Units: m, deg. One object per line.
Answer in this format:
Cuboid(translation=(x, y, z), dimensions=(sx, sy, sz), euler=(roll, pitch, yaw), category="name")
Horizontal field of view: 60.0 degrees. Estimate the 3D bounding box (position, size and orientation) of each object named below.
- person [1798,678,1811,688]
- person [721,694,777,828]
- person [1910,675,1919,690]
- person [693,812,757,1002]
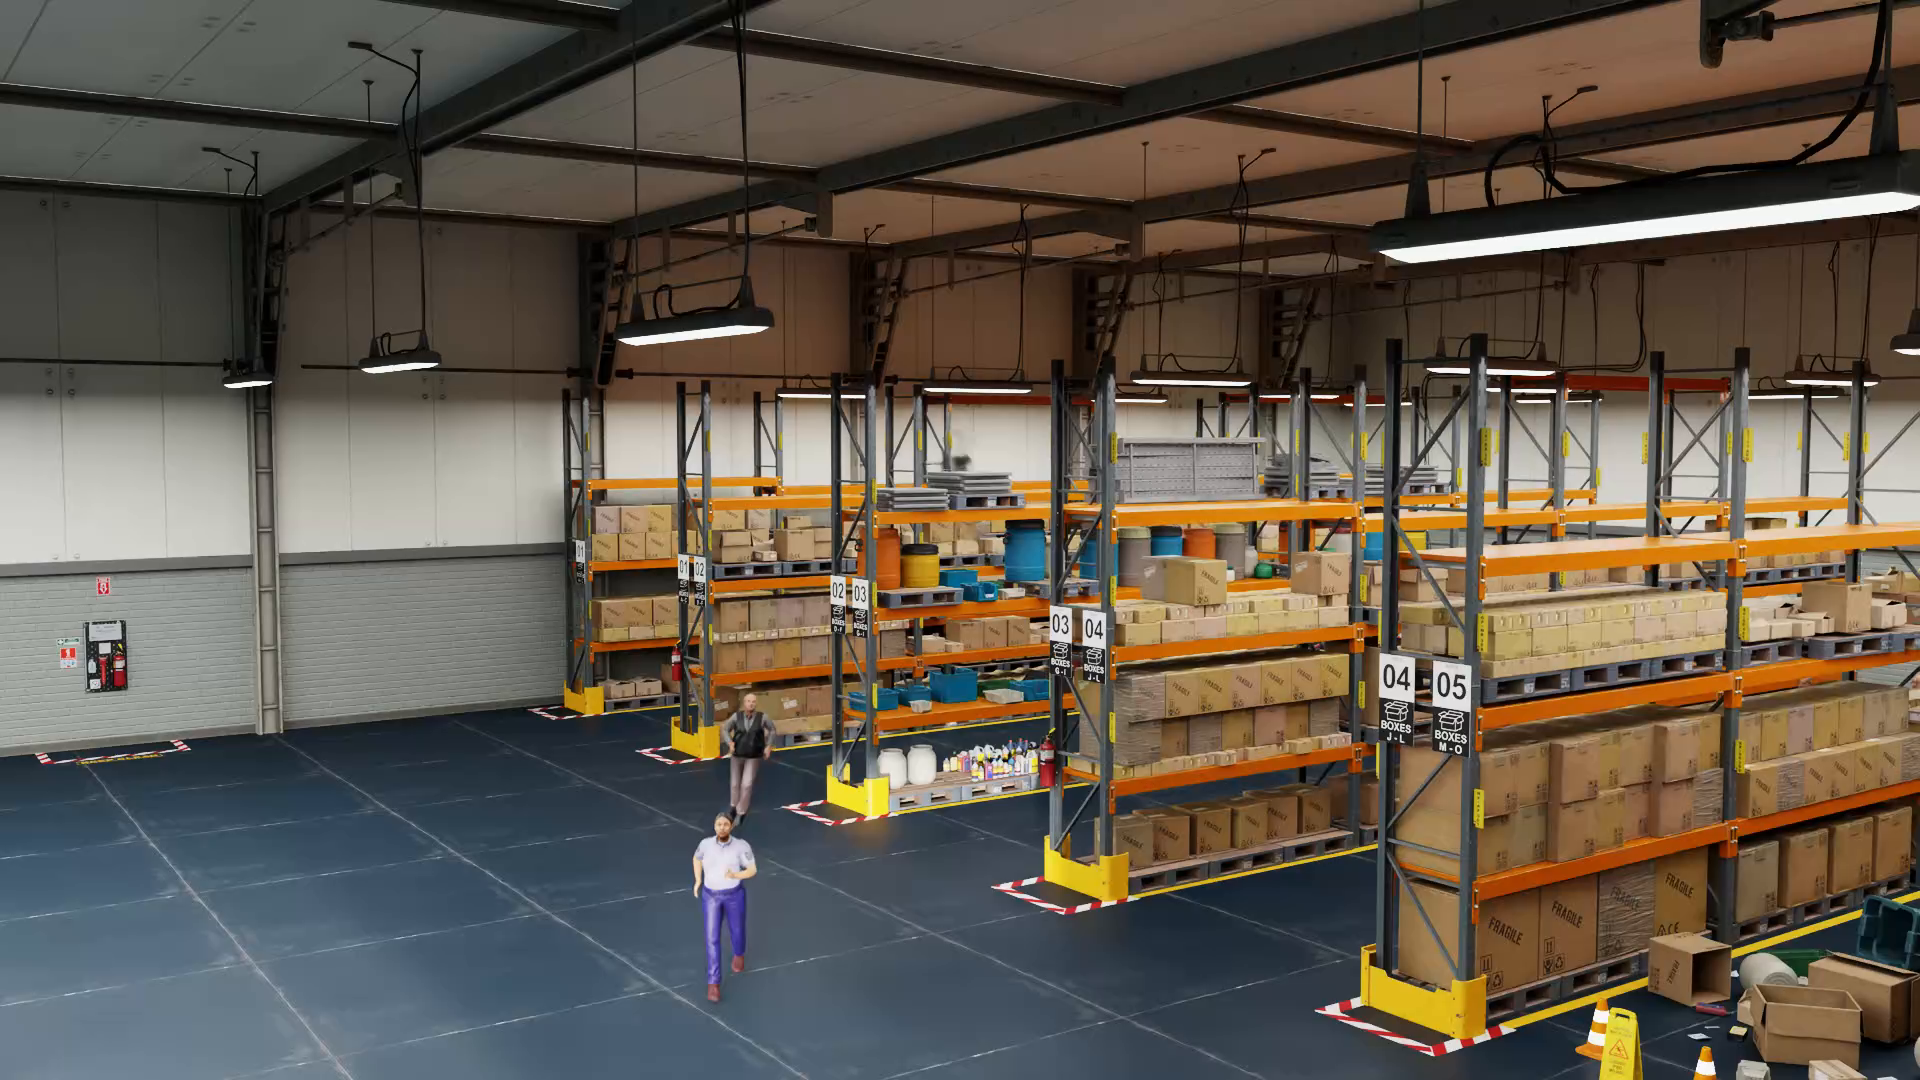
Cuboid(translation=(12.211, 2.777, 24.036), dimensions=(0.912, 1.639, 0.576), euler=(-3, 5, -39), category="person")
Cuboid(translation=(-2.815, 2.910, 22.080), dimensions=(0.708, 1.747, 0.695), euler=(0, 4, 5), category="person")
Cuboid(translation=(13.311, 2.808, 23.165), dimensions=(1.040, 1.704, 0.708), euler=(-3, 5, -38), category="person")
Cuboid(translation=(-2.189, 3.335, 15.433), dimensions=(0.608, 1.632, 0.943), euler=(0, 4, -3), category="person")
